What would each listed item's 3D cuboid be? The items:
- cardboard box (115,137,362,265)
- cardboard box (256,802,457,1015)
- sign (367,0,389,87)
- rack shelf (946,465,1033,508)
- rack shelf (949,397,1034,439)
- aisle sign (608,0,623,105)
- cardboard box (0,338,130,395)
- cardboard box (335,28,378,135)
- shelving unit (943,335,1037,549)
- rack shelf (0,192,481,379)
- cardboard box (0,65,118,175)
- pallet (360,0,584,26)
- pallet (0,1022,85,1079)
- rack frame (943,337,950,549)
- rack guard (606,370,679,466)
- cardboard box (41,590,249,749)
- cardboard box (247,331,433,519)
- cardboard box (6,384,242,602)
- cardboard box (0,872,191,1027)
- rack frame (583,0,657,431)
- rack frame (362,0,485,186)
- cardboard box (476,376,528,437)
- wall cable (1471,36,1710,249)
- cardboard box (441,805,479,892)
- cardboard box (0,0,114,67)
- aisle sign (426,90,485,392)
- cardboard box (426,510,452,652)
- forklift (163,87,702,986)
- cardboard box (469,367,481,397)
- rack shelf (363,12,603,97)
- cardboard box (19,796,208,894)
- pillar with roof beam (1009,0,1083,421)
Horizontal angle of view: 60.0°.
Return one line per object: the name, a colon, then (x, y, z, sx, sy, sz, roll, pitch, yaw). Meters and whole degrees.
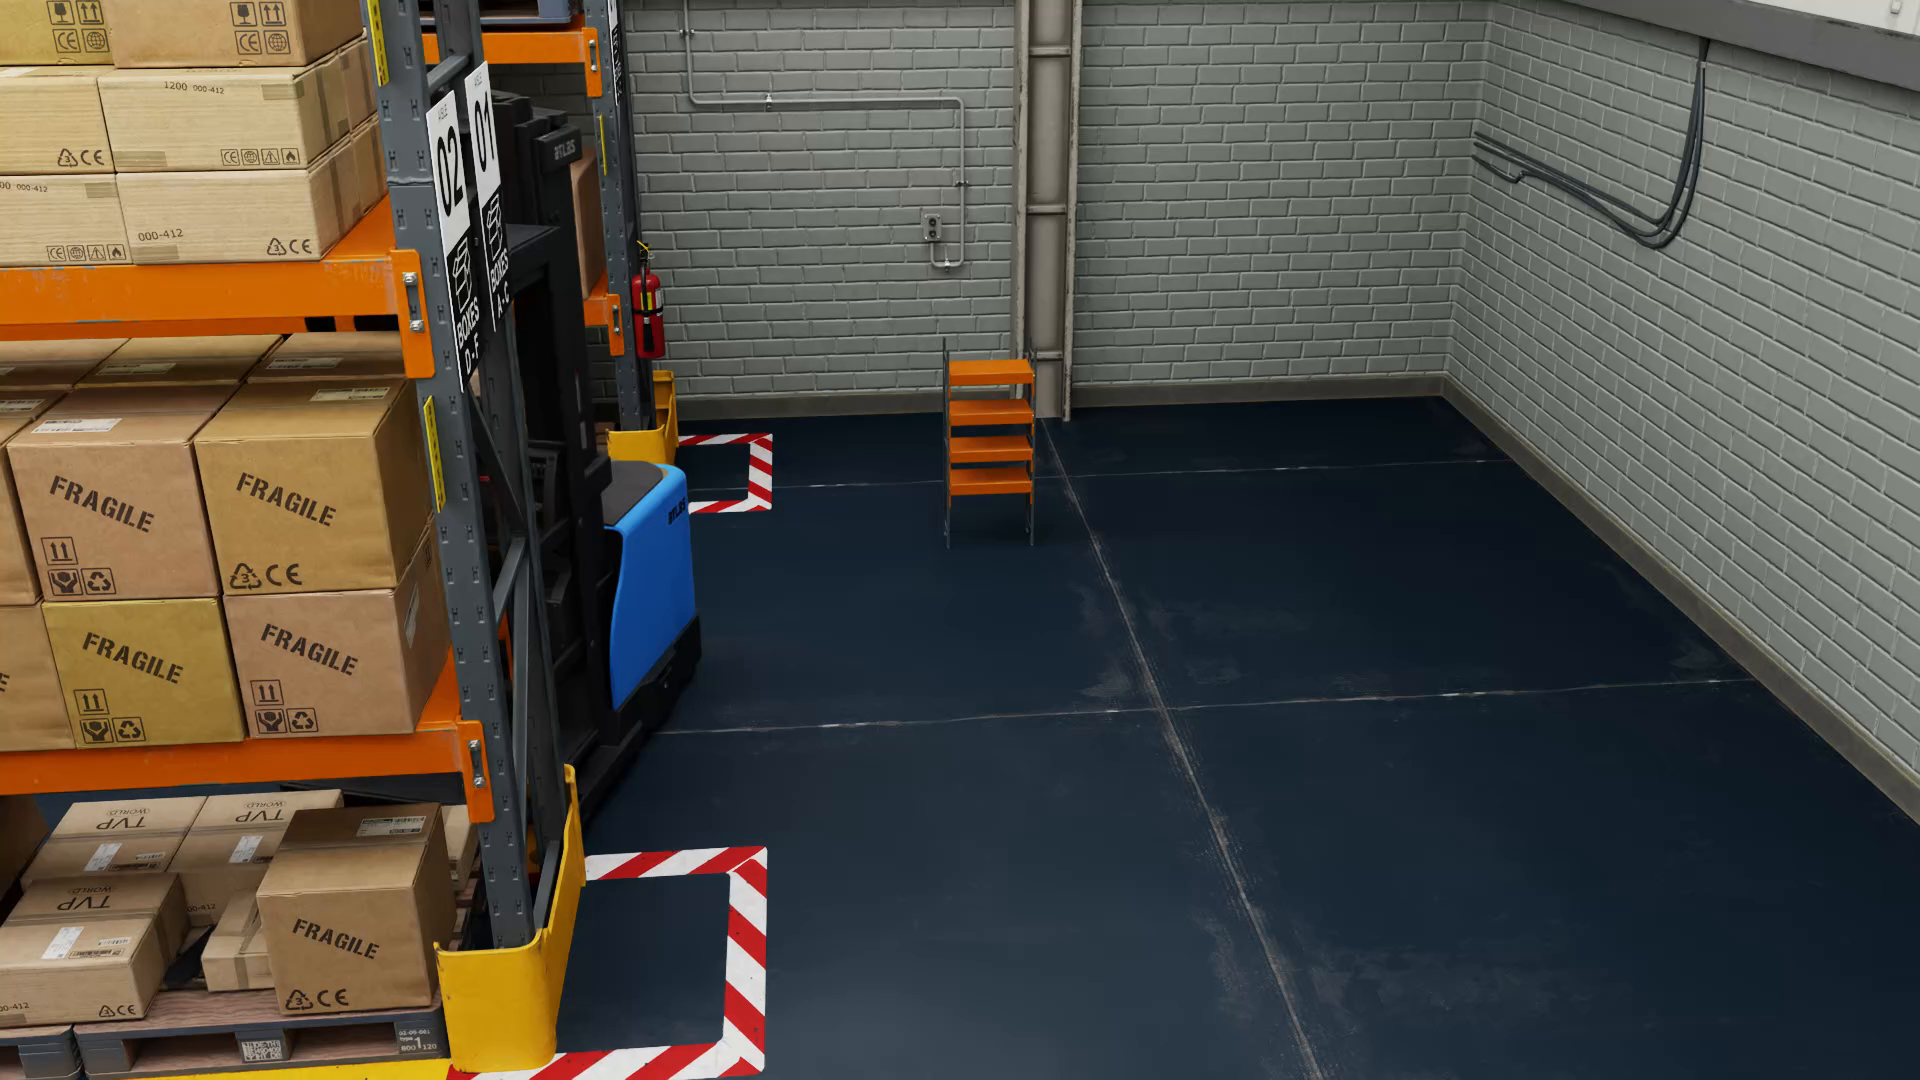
cardboard box: (-2.033, -0.972, 4.736, 0.500, 0.250, 0.500, -2, 24, -5)
cardboard box: (-2.065, 1.265, 5.746, 0.500, 0.500, 0.500, -2, 24, -5)
sign: (-1.513, -1.347, 4.305, 0.005, 0.325, 0.100, -2, 24, -5)
rack shelf: (0.165, -0.312, 9.629, 0.480, 0.148, 0.258, -2, 24, -5)
rack shelf: (0.165, -0.698, 9.458, 0.480, 0.148, 0.258, -2, 24, -5)
aisle sign: (-1.937, -2.869, 9.311, 0.004, 0.787, 0.394, -2, 24, -5)
cardboard box: (-3.033, -0.347, 5.483, 0.500, 0.500, 0.500, -2, 24, -4)
cardboard box: (-2.085, -1.413, 5.111, 0.500, 0.250, 0.500, -2, 24, -5)
shelving unit: (0.165, -0.555, 9.521, 0.503, 1.200, 0.258, -2, 24, -5)
rack shelf: (-3.538, -0.759, 4.958, 4.000, 0.370, 1.077, -2, 24, -5)
cardboard box: (-2.532, -1.184, 4.597, 0.500, 0.250, 0.500, -2, 24, -5)
pallet: (-2.776, -3.096, 9.438, 1.213, 0.211, 1.003, -2, 24, -5)
pallet: (-3.628, 1.560, 5.981, 1.213, 0.211, 1.003, -2, 24, -5)
rack frame: (-0.078, -0.545, 9.499, 0.015, 1.200, 0.240, -2, 24, -5)
rack guard: (-2.015, -0.658, 10.615, 0.348, 0.500, 1.175, -2, 24, -5)
cardboard box: (-2.483, 0.307, 5.243, 0.500, 0.500, 0.500, -2, 24, -5)
cardboard box: (-2.015, -0.389, 5.577, 0.500, 0.500, 0.500, -2, 24, -4)
cardboard box: (-2.467, -0.150, 5.041, 0.500, 0.500, 0.500, -2, 24, -4)
cardboard box: (-3.013, 1.405, 5.739, 0.500, 0.250, 0.500, -2, 24, -5)
rack frame: (-2.039, -1.799, 10.105, 0.127, 3.000, 1.000, -2, 24, -5)
rack frame: (-1.548, -2.539, 4.382, 0.127, 3.000, 1.000, -2, 24, -5)
cardboard box: (-2.725, -0.781, 10.374, 0.500, 0.500, 0.700, -2, 24, -5)
wall cable: (3.625, -3.203, 9.700, 0.112, 2.526, 3.097, -2, 24, -5)
cardboard box: (-1.998, 1.182, 6.365, 0.250, 0.149, 0.380, -2, 24, -5)
cardboard box: (-2.564, -1.658, 4.739, 0.500, 0.500, 0.700, -2, 24, -5)
aisle sign: (-1.450, -0.864, 4.800, 0.004, 0.787, 0.394, -2, 24, -5)
cardboard box: (-2.015, 0.068, 5.780, 0.500, 0.500, 0.500, -2, 24, -4)
forklift: (-2.105, -0.174, 6.532, 1.130, 2.935, 3.031, 5, 24, 11)
cardboard box: (-2.835, -0.998, 10.065, 0.250, 0.149, 0.380, -3, 24, -6)
rack shelf: (-4.029, -2.762, 9.462, 4.000, 0.370, 1.077, -2, 24, -5)
cardboard box: (-3.112, 1.205, 6.189, 0.500, 0.250, 0.500, -2, 24, -5)
pillar with roof beam: (0.986, -3.258, 6.001, 0.400, 9.000, 9.100, -2, 24, -5)
